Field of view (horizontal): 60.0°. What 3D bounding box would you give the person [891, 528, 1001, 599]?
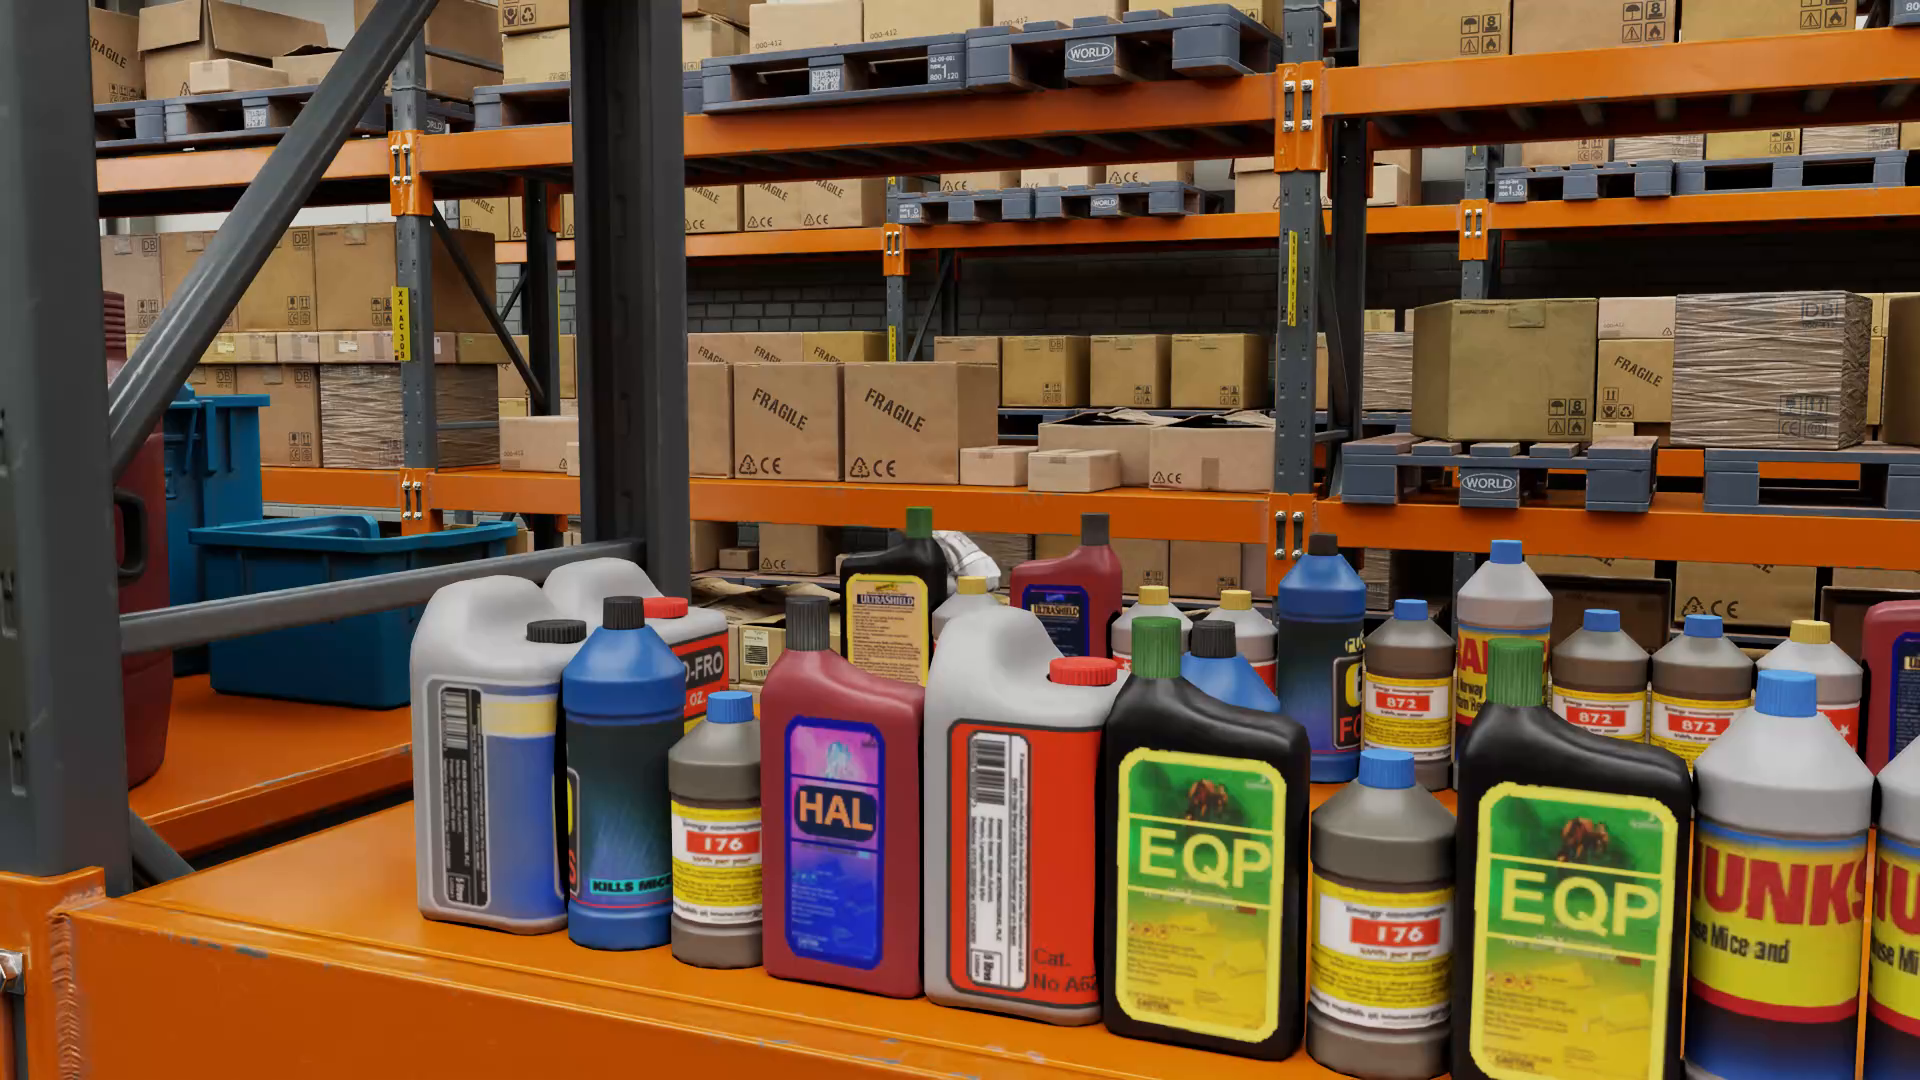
[{"bbox_3d":[-0.149,0.190,10.988,0.830,0.961,0.494,3,6,24],"label":"person"}]
